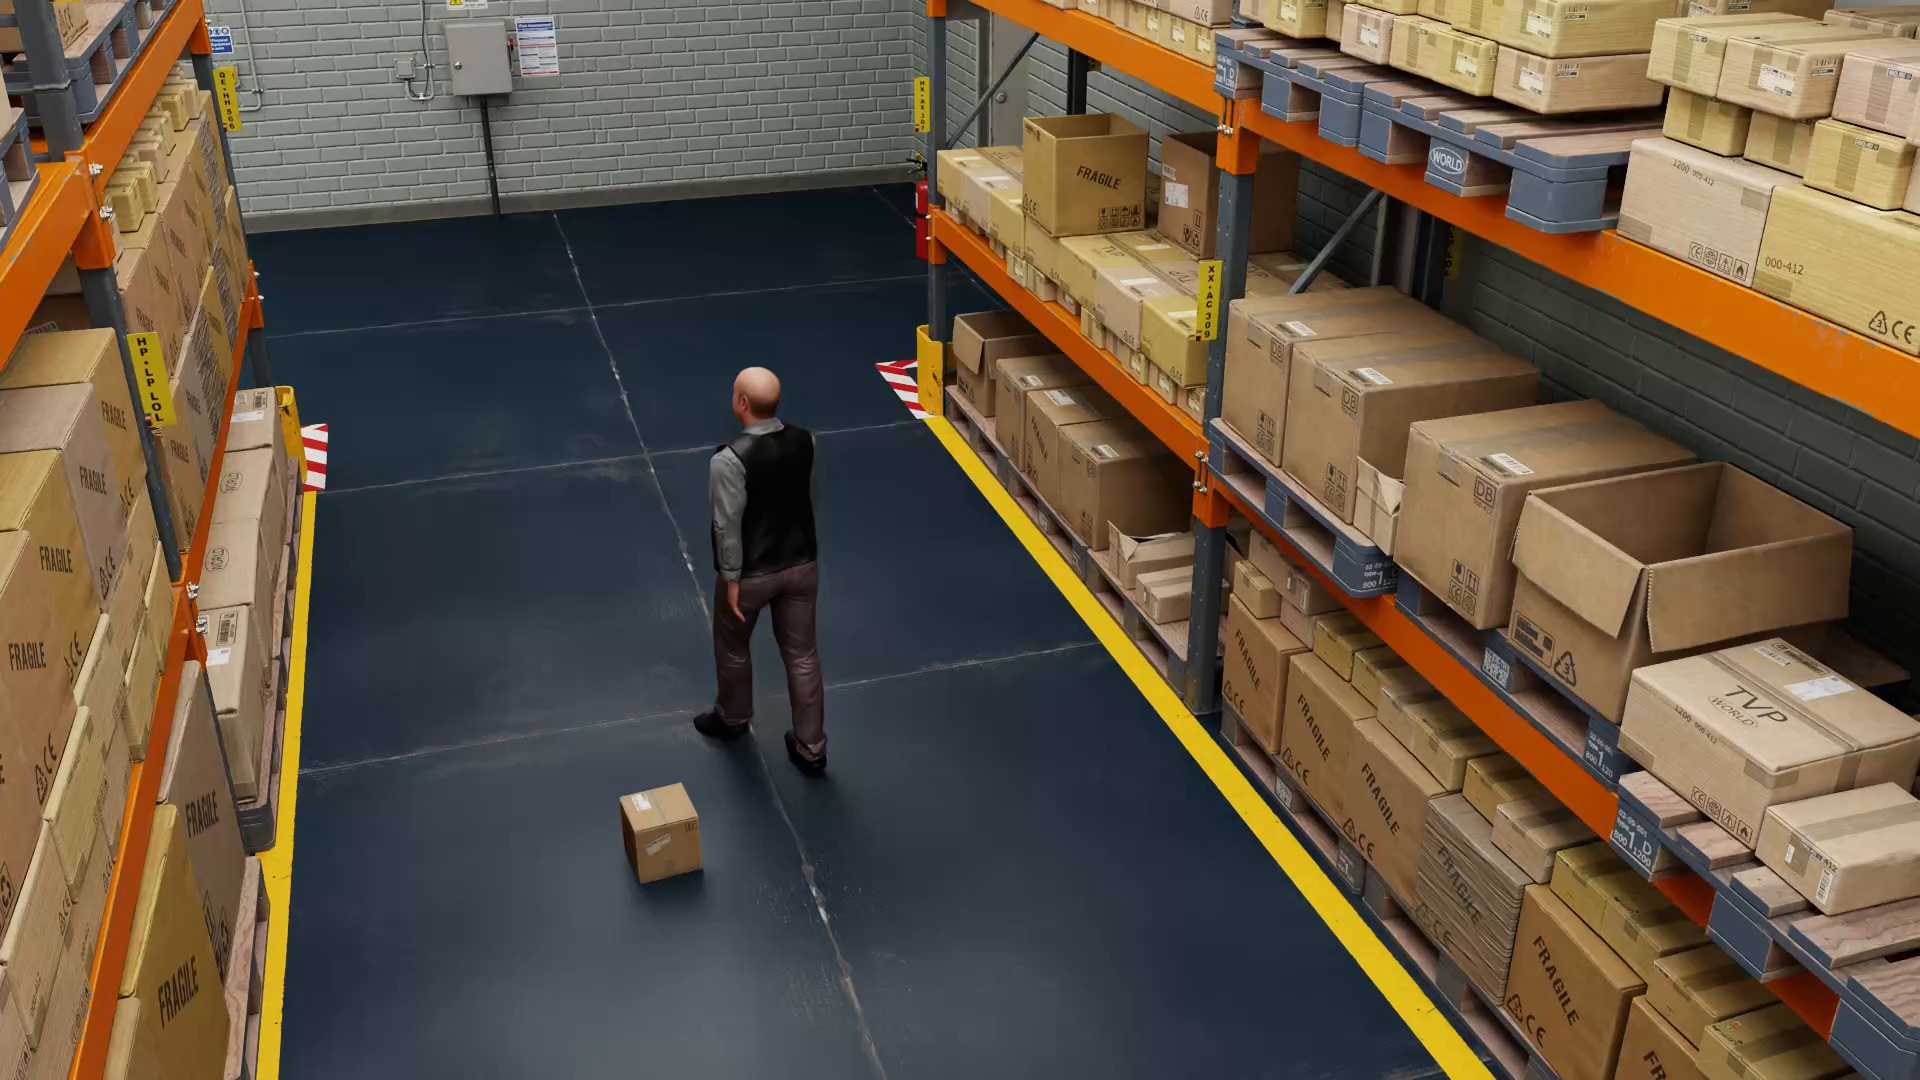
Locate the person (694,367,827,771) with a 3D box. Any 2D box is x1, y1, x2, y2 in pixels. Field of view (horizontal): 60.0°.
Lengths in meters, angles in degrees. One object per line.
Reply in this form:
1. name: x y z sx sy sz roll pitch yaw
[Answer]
1. person: -0.799 0.122 6.905 0.537 1.735 0.732 -16 30 -30
